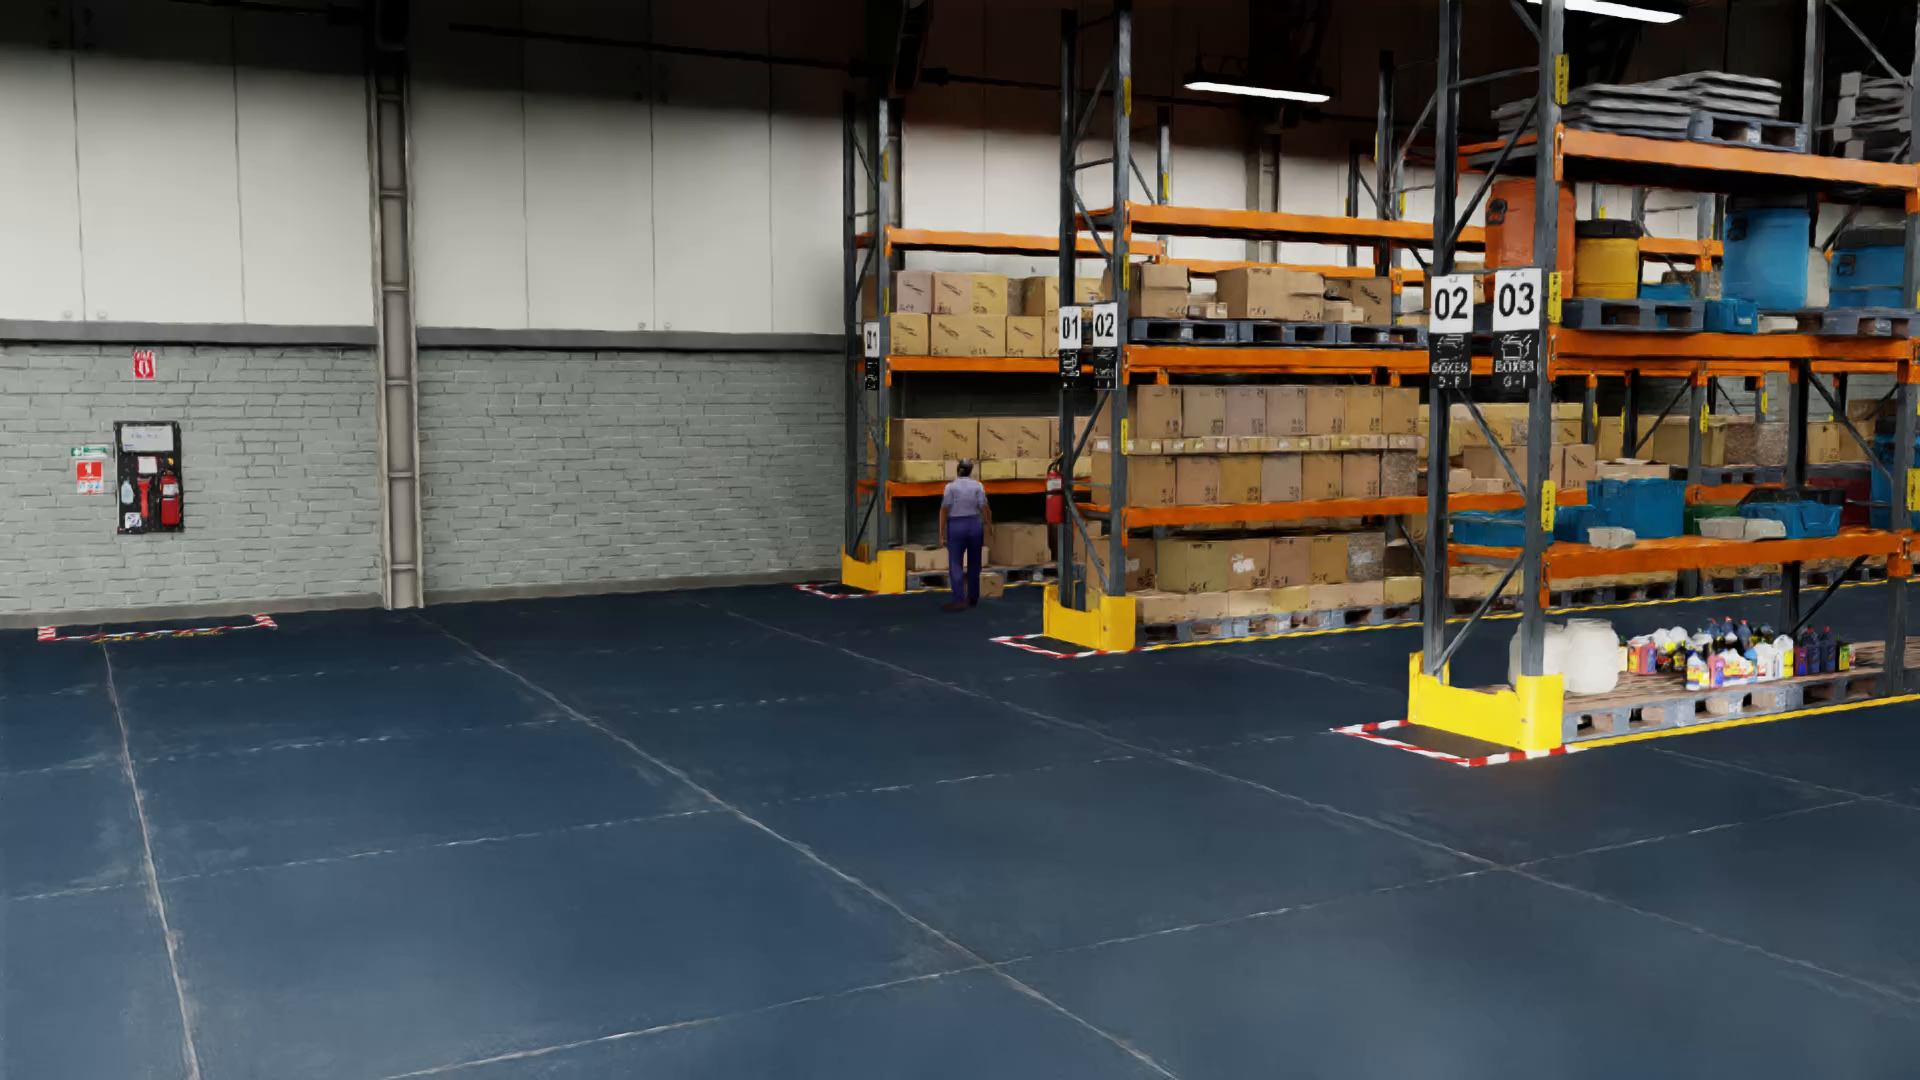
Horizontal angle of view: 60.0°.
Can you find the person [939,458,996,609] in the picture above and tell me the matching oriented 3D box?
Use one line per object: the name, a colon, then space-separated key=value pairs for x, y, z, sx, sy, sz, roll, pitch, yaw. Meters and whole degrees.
person: x=0.066 y=-0.075 z=18.323 sx=0.664 sy=1.625 sz=0.606 roll=-2 pitch=5 yaw=-17
